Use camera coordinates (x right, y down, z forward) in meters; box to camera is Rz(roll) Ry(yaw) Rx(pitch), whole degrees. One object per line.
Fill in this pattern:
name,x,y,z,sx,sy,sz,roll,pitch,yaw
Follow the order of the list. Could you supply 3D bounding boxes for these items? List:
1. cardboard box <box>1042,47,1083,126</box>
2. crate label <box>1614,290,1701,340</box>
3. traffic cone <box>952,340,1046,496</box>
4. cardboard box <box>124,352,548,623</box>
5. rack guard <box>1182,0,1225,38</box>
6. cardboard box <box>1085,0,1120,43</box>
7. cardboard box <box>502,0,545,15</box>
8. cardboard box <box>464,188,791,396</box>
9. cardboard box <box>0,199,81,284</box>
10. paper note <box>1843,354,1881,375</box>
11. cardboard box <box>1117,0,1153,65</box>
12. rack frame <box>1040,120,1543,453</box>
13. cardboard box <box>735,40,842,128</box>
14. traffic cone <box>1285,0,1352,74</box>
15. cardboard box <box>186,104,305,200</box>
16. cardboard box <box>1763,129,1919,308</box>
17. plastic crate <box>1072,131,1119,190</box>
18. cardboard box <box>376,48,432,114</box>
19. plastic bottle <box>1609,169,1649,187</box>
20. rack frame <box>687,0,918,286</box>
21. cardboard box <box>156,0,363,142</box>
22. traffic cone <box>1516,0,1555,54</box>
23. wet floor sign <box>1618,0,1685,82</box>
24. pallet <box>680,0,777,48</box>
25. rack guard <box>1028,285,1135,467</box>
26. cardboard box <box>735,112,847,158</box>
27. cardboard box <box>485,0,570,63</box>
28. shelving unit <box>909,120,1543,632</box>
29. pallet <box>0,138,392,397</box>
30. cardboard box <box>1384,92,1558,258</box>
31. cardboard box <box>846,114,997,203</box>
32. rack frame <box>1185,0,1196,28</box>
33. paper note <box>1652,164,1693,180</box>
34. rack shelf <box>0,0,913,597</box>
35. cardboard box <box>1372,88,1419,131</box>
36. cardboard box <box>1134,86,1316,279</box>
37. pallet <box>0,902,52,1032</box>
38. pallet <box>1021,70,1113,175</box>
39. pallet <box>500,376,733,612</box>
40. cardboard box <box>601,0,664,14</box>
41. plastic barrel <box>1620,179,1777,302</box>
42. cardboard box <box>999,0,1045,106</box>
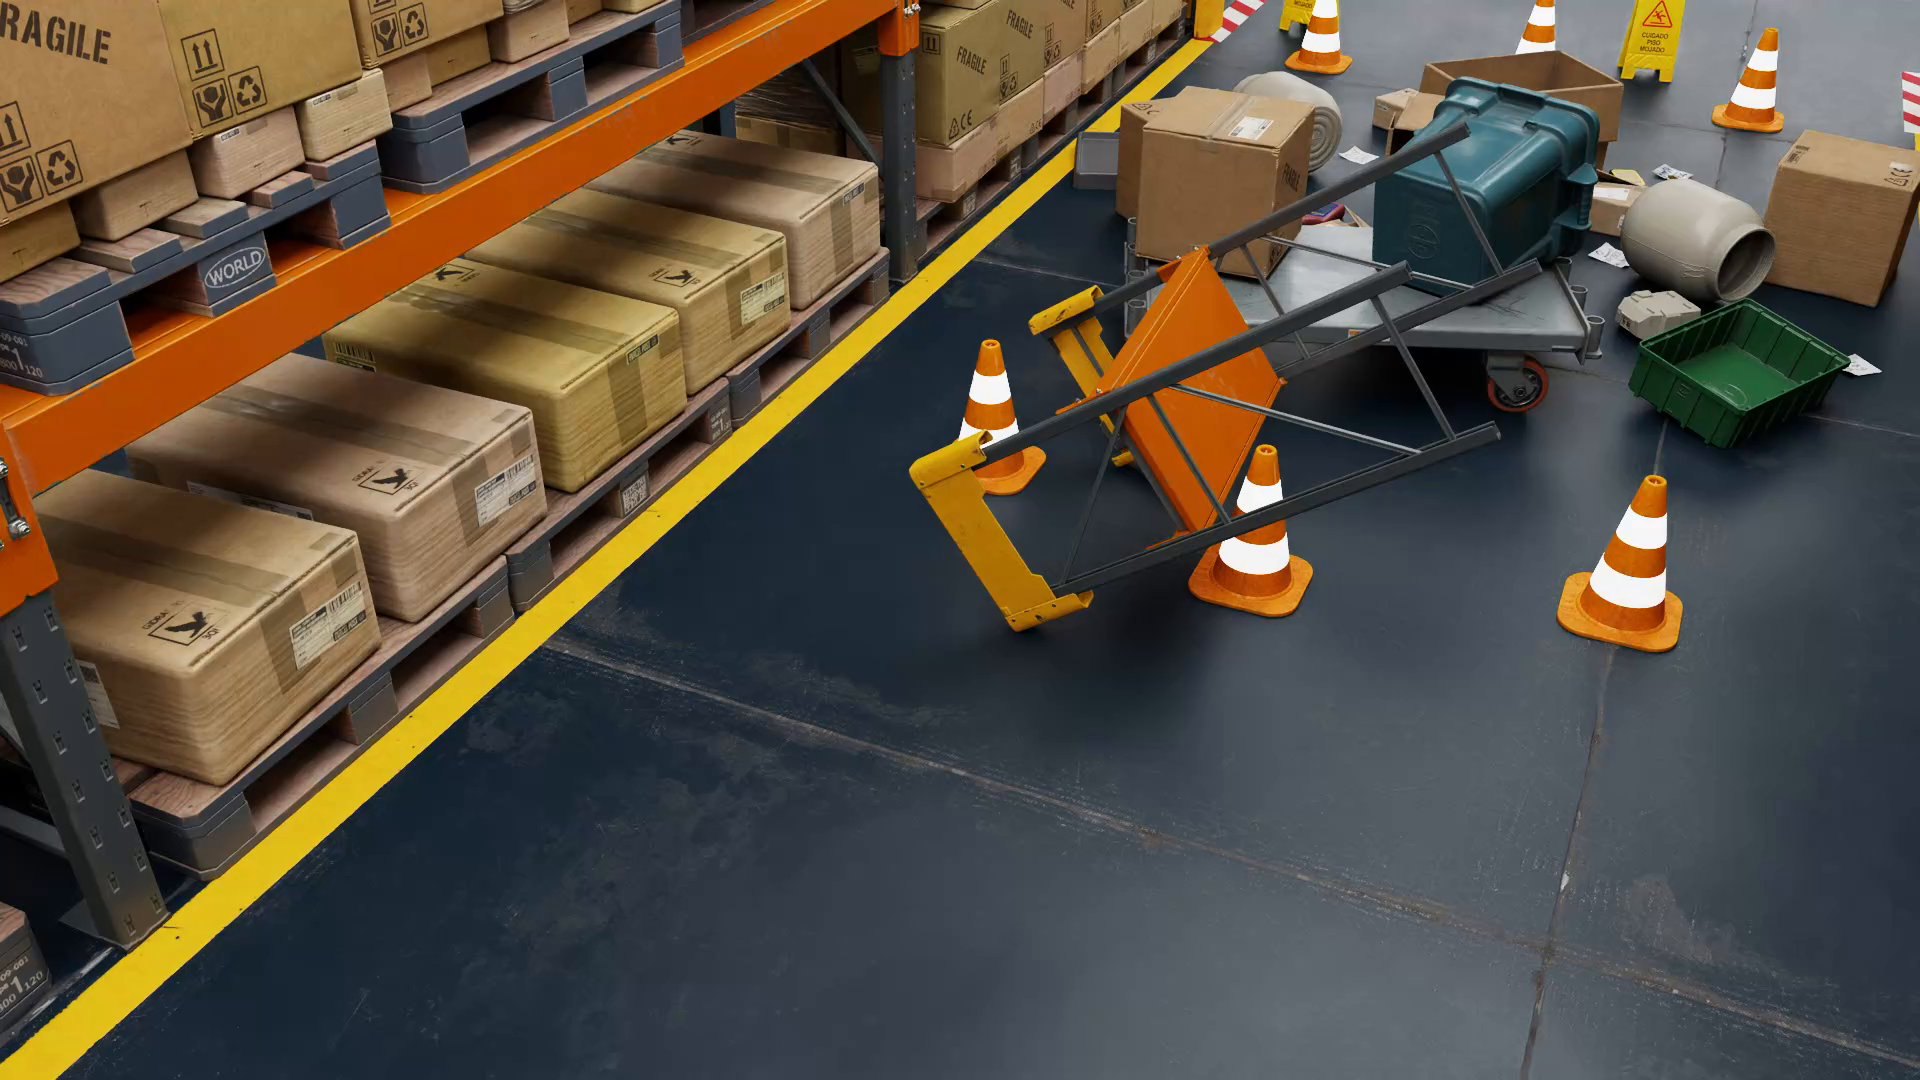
cardboard box,0.270,-2.236,8.049,0.500,0.250,0.500,14,36,20
crate label,2.708,-0.863,6.441,0.298,0.136,0.250,-9,34,-13
traffic cone,0.098,-0.445,5.507,0.336,0.463,0.334,14,36,20
cardboard box,-1.781,-0.178,4.799,0.950,0.372,0.625,13,36,20
rack guard,0.987,-3.354,9.909,1.175,0.500,0.348,14,36,20
cardboard box,0.488,-2.807,8.236,0.500,0.500,0.500,13,36,19
cardboard box,-1.286,-1.740,4.422,0.500,0.500,0.500,13,35,19
cardboard box,-1.170,-0.901,5.902,0.950,0.372,0.625,16,37,23
cardboard box,-2.023,-0.642,3.340,0.380,0.149,0.250,12,35,18
paper note,3.342,-0.661,6.229,0.147,0.020,0.142,-9,34,-13
cardboard box,0.701,-2.742,8.821,0.500,0.250,0.500,14,36,21
rack frame,0.969,-0.736,5.137,1.500,0.500,0.032,-22,20,35
cardboard box,-0.651,-2.140,7.219,0.500,0.500,0.500,14,36,20
traffic cone,2.010,-2.866,9.199,0.336,0.463,0.334,14,36,20
cardboard box,-1.718,-0.901,3.735,0.380,0.149,0.250,12,35,17
cardboard box,3.601,-1.324,6.811,0.500,0.500,0.500,21,39,28
plastic crate,0.747,-1.818,7.949,0.402,0.080,0.583,3,33,4
cardboard box,-1.554,-1.171,4.147,0.380,0.149,0.250,16,37,23
plastic bottle,3.099,-1.636,7.690,0.133,0.061,0.283,3,33,4
rack frame,-0.655,-2.445,6.243,1.000,3.000,0.127,14,36,20
cardboard box,-1.718,-1.227,3.640,0.500,0.500,0.500,16,37,23
traffic cone,3.161,-2.781,9.069,0.336,0.463,0.334,14,36,20
wet floor sign,3.771,-2.836,8.986,0.267,0.644,0.232,8,34,12
pallet,-1.107,-2.017,5.766,1.003,0.211,1.213,14,36,20
rack guard,0.486,-0.532,5.478,0.250,0.587,0.087,-22,20,35
cardboard box,-0.652,-1.827,7.425,0.500,0.250,0.500,16,36,23
cardboard box,-1.303,-1.436,4.551,0.380,0.149,0.250,15,36,22
shelving unit,0.778,-0.469,4.737,1.500,0.587,1.083,-22,20,35
pallet,-2.127,-0.752,3.836,1.213,0.211,1.003,14,36,20
cardboard box,2.200,-1.526,6.995,0.797,0.637,0.503,14,36,20
cardboard box,-0.163,-1.702,7.235,0.500,0.250,0.500,13,35,18
rack frame,1.019,-4.437,9.281,1.000,3.000,0.127,14,36,20
paper note,3.376,-1.739,7.875,0.144,0.017,0.142,29,43,36
rack shelf,-1.492,-1.148,4.921,1.077,0.370,4.000,14,36,20
cardboard box,2.305,-2.129,8.361,0.250,0.149,0.380,-21,39,-29
cardboard box,0.974,-1.323,6.121,0.500,0.500,0.500,14,36,20
pallet,-2.727,1.089,3.397,1.003,0.211,1.213,14,36,20
pallet,0.103,-2.231,8.460,1.003,0.211,1.213,14,36,20
pallet,-1.488,-0.281,5.486,1.003,0.211,1.213,14,36,20
cardboard box,-1.059,-1.691,4.939,0.380,0.149,0.250,14,36,20
plastic barrel,2.965,-1.199,6.692,0.421,0.421,0.512,-15,36,-21
cardboard box,0.051,-2.285,7.440,0.500,0.500,0.500,16,36,22
